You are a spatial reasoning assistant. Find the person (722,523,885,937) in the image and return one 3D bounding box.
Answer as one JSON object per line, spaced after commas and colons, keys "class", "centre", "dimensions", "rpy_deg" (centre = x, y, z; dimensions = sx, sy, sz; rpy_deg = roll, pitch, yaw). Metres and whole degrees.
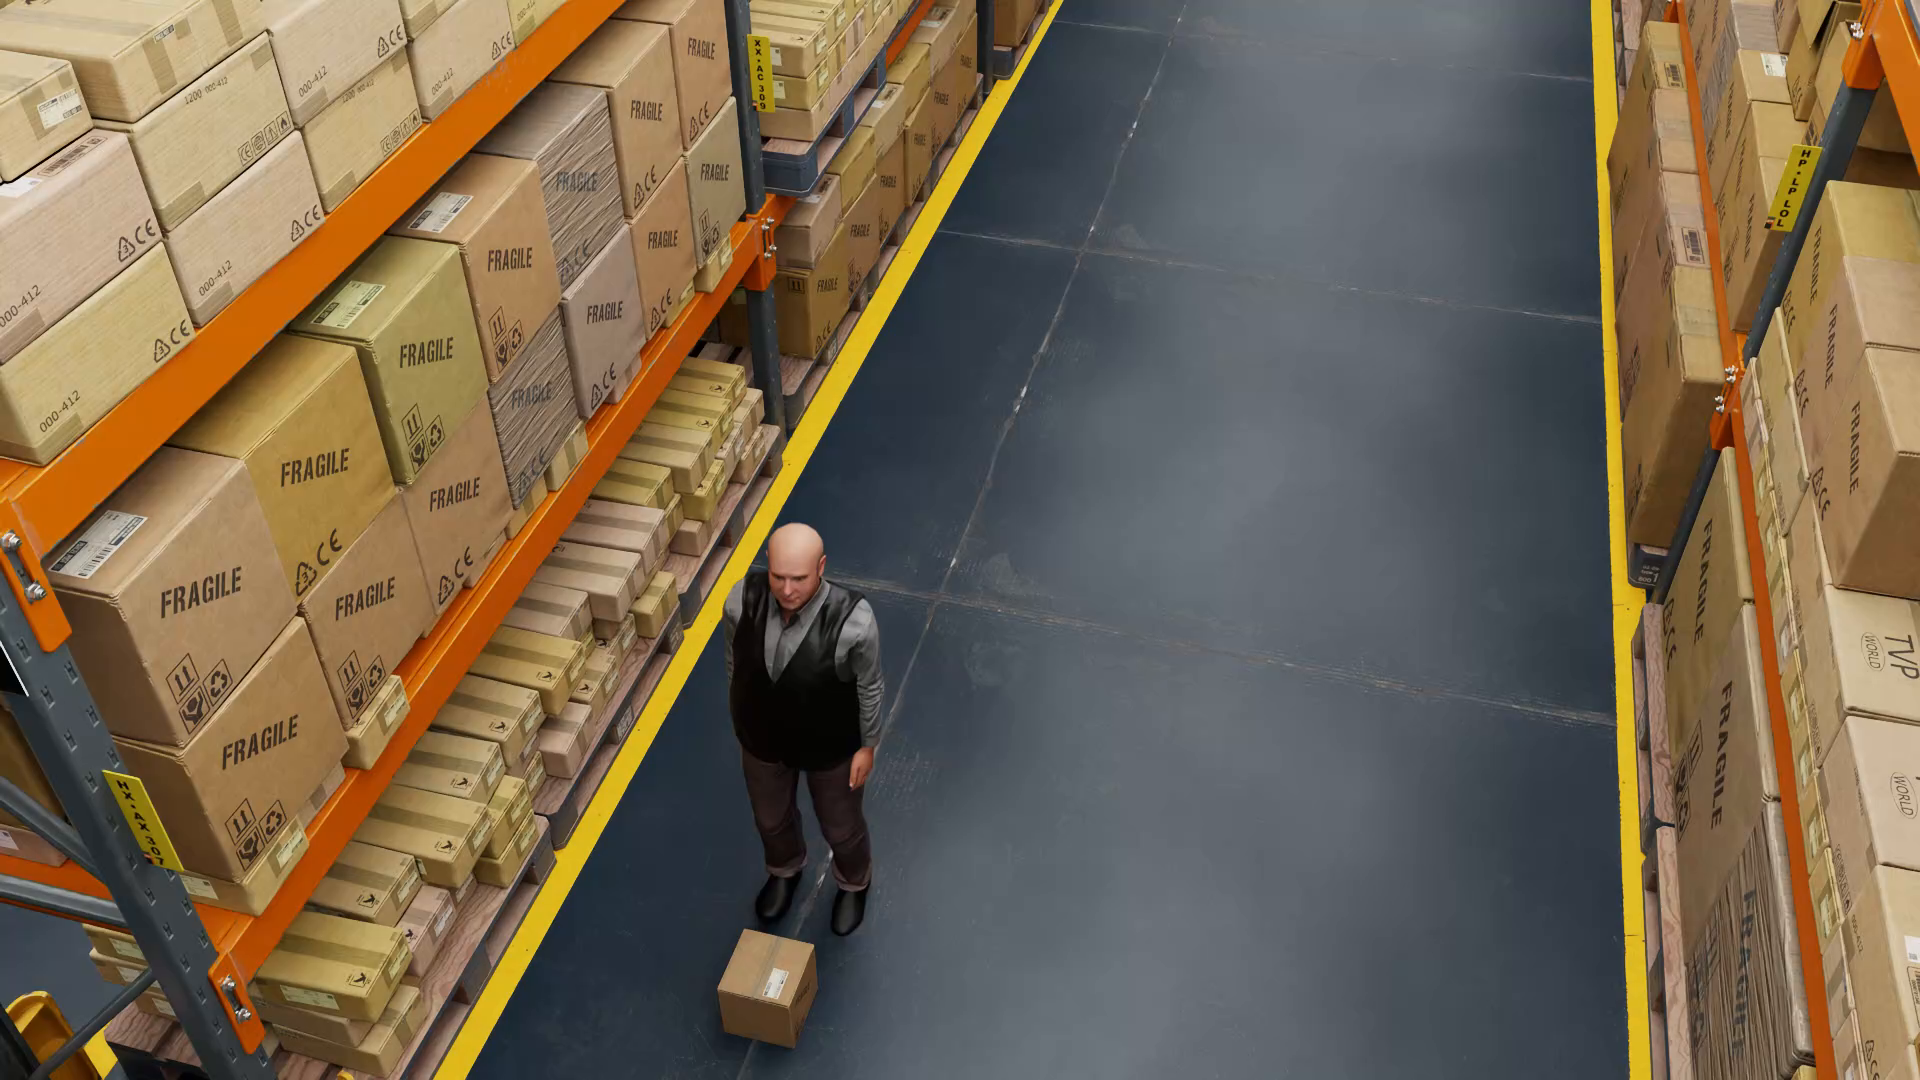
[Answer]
{"class": "person", "centre": [-0.503, 0.655, 5.436], "dimensions": [0.531, 1.736, 0.352], "rpy_deg": [11, 42, 12]}
